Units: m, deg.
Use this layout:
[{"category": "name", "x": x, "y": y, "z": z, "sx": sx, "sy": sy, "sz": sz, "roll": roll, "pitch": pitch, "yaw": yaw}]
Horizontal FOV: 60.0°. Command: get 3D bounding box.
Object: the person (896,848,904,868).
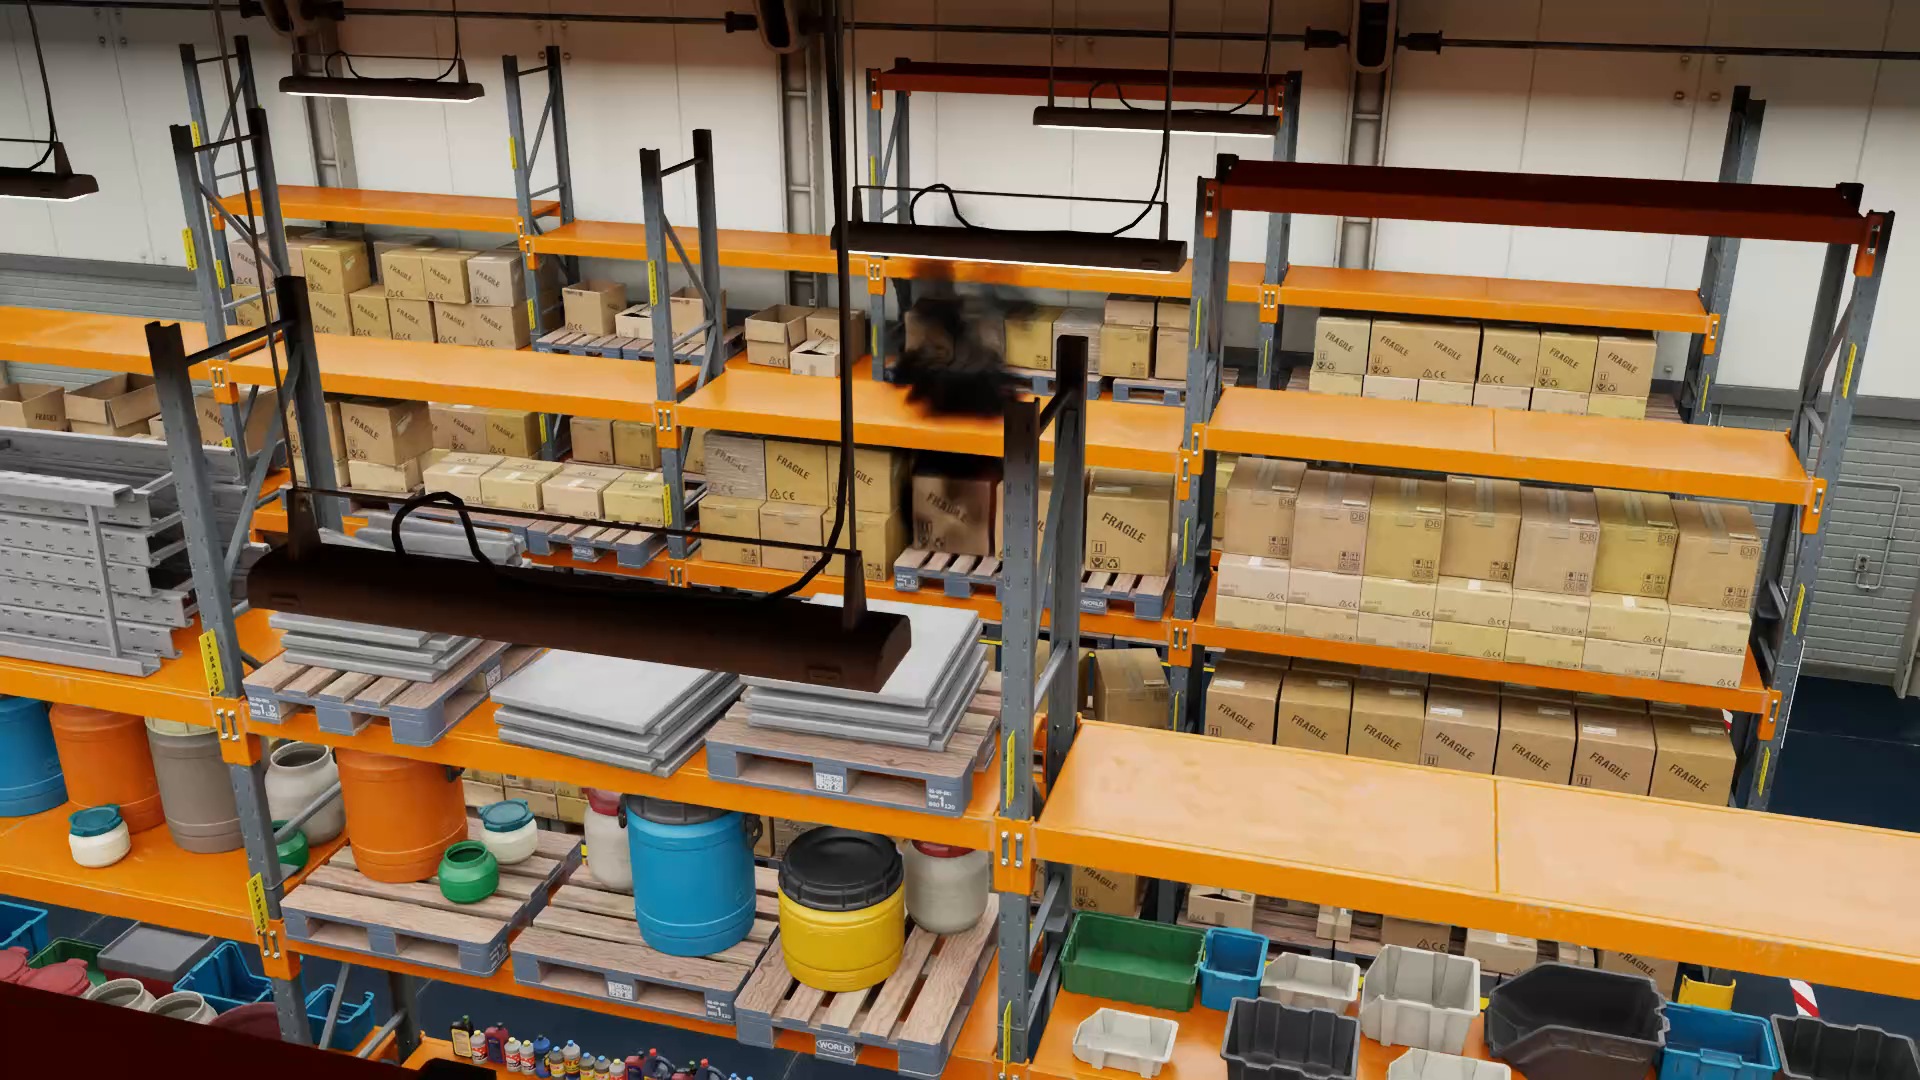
[{"category": "person", "x": -0.656, "y": 2.656, "z": 11.433, "sx": 0.815, "sy": 1.681, "sz": 0.594, "roll": 2, "pitch": 23, "yaw": 4}]
